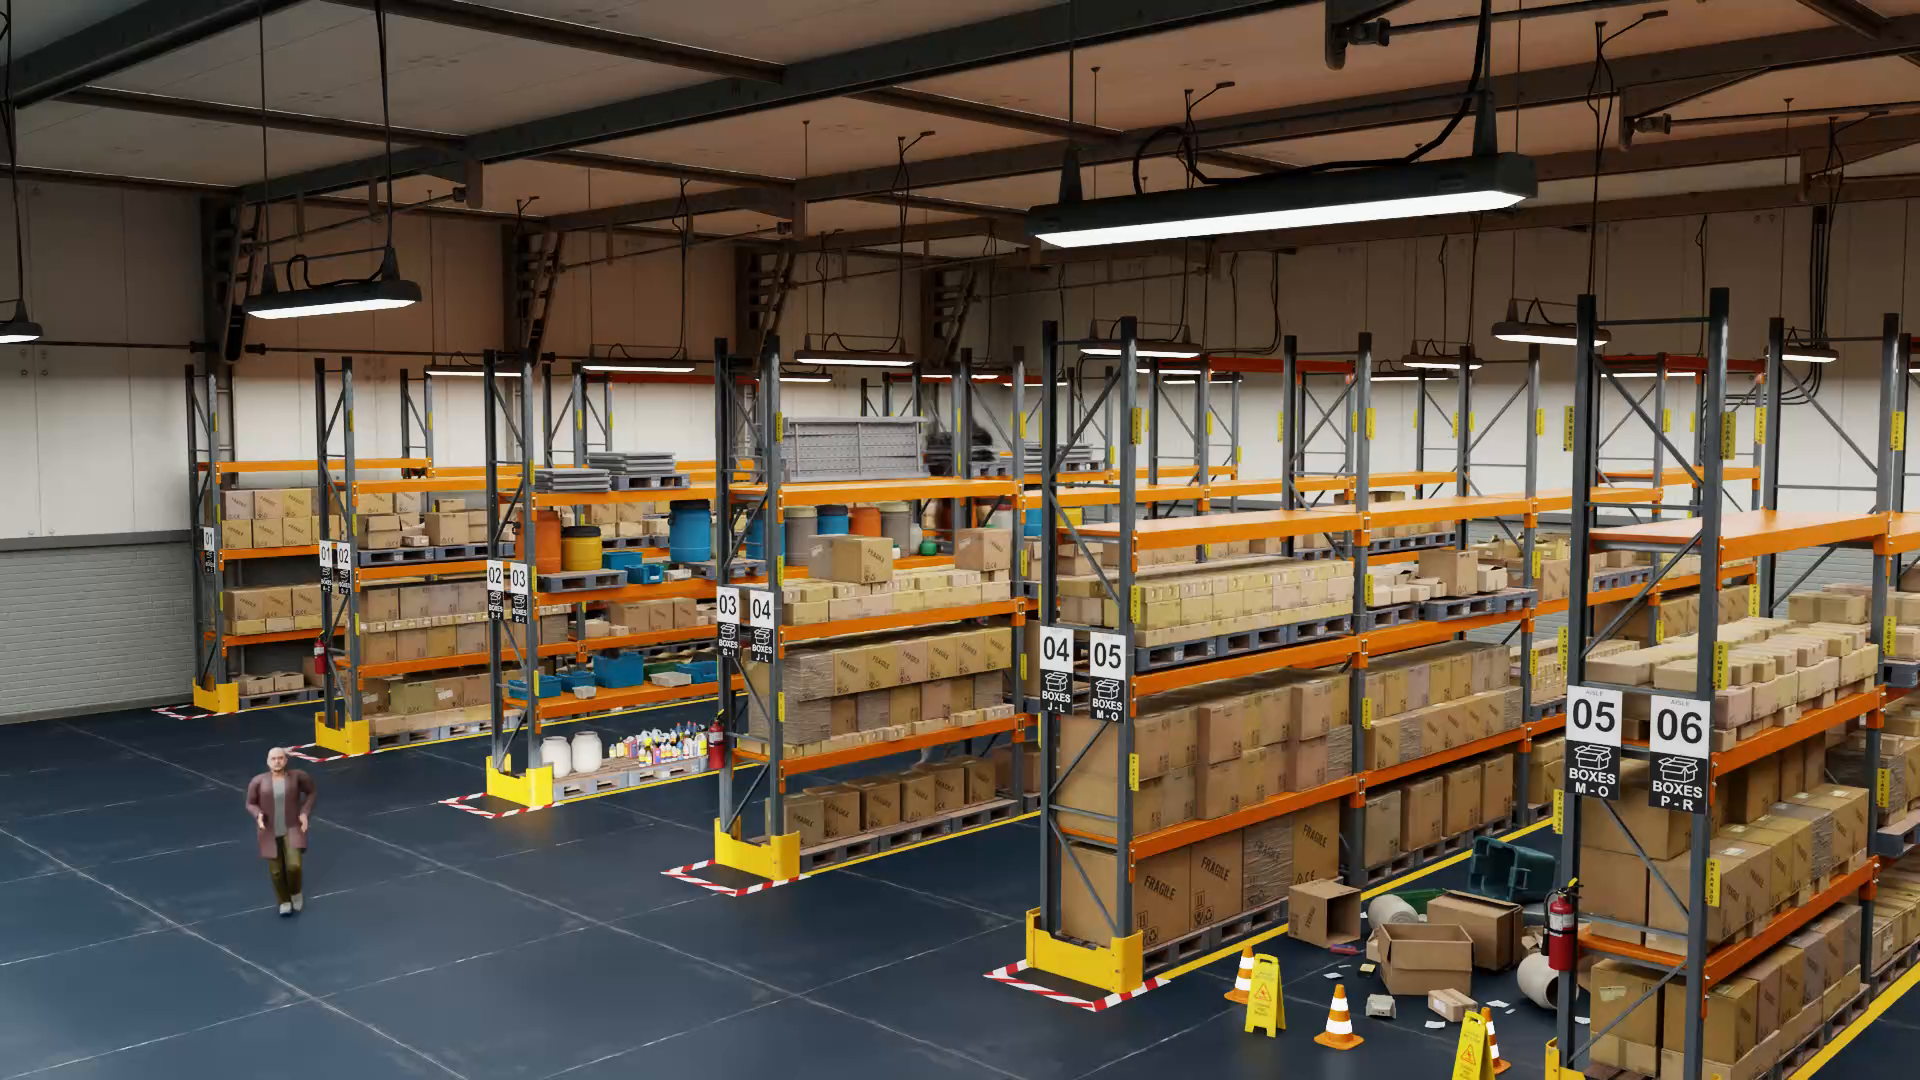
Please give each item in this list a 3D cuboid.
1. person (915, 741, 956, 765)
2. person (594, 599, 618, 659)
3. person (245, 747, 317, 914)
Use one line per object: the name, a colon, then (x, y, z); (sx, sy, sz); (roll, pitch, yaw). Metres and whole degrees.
person: (-0.359, 2.368, 24.011); (0.655, 1.783, 0.795); (4, 6, 43)
person: (-6.556, 1.917, 30.887); (0.656, 1.707, 0.970); (4, 6, 41)
person: (-6.923, 2.985, 16.974); (0.682, 1.735, 0.654); (-2, 5, -19)
